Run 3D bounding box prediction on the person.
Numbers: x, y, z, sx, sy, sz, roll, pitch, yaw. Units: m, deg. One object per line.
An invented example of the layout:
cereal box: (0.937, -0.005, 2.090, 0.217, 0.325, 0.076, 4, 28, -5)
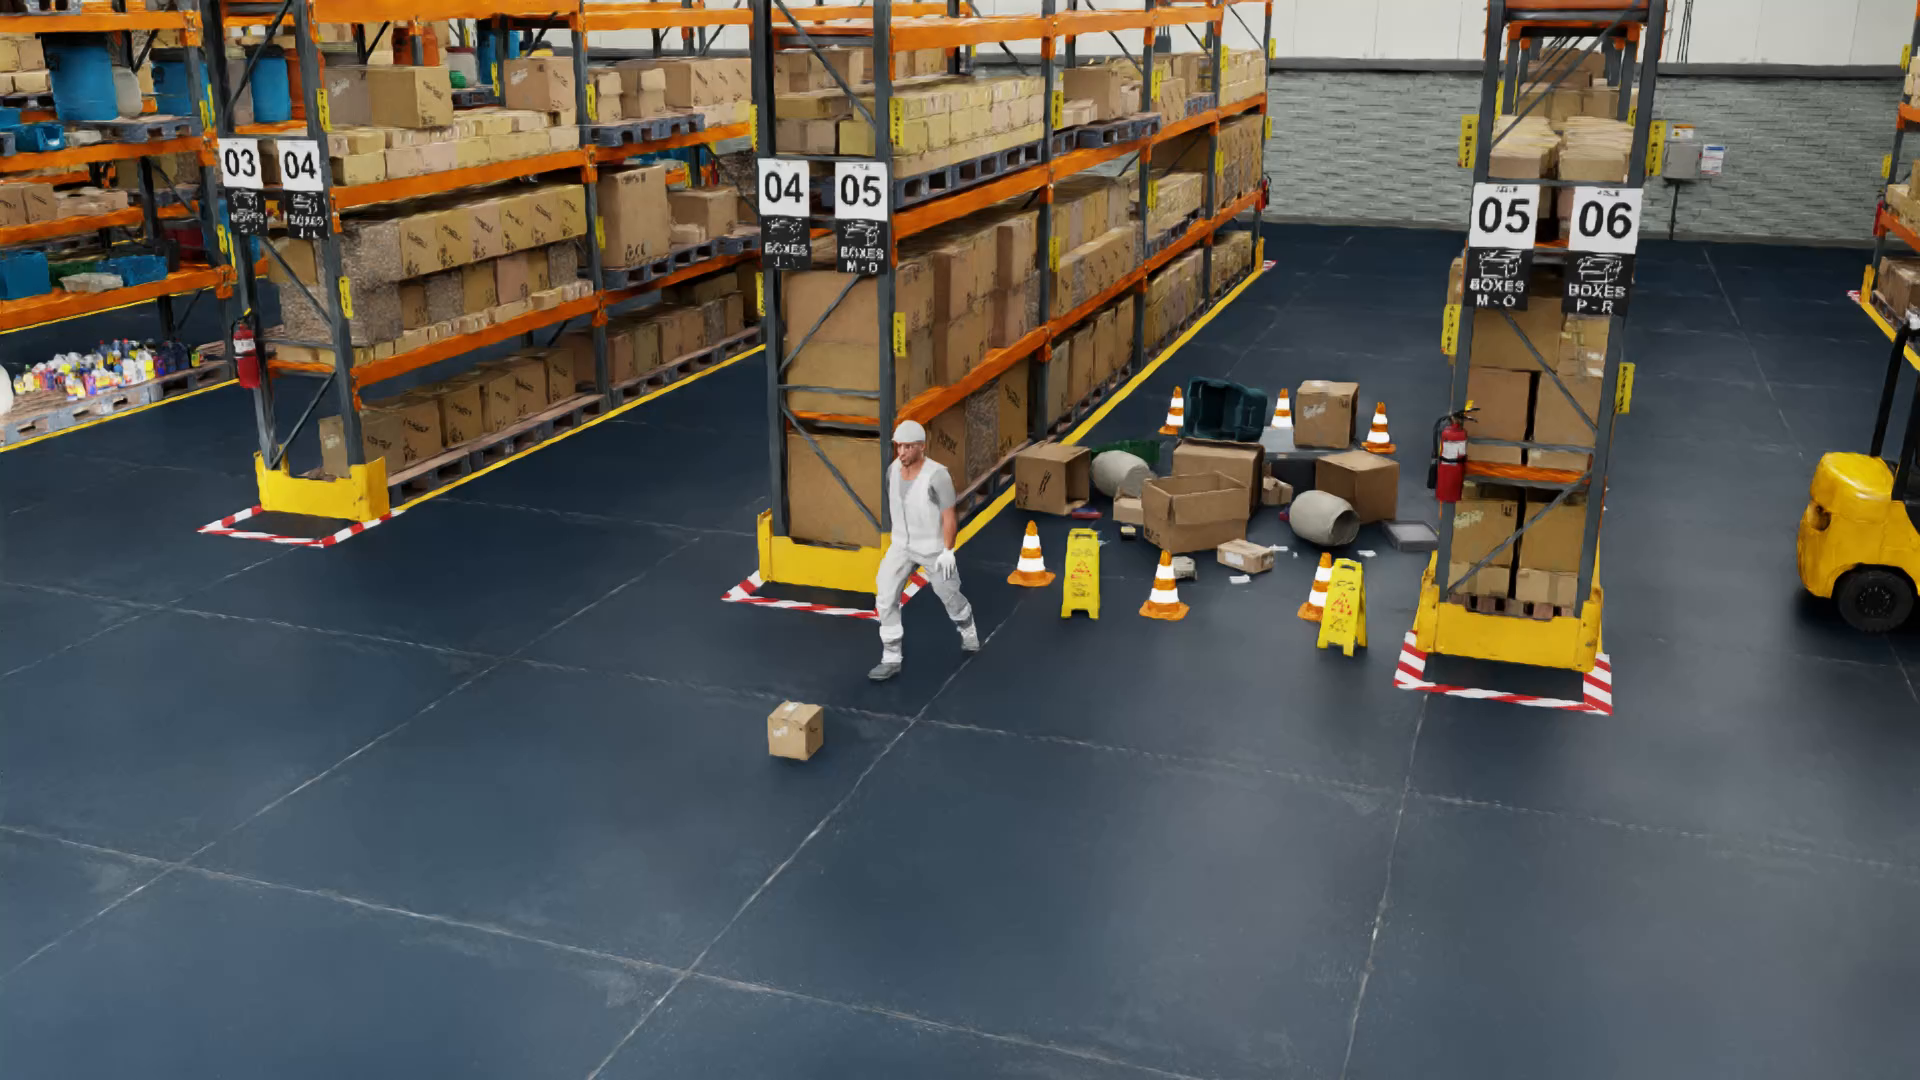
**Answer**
person: (-0.234, 0.018, 11.022, 0.583, 1.733, 0.919, 10, 21, 29)
